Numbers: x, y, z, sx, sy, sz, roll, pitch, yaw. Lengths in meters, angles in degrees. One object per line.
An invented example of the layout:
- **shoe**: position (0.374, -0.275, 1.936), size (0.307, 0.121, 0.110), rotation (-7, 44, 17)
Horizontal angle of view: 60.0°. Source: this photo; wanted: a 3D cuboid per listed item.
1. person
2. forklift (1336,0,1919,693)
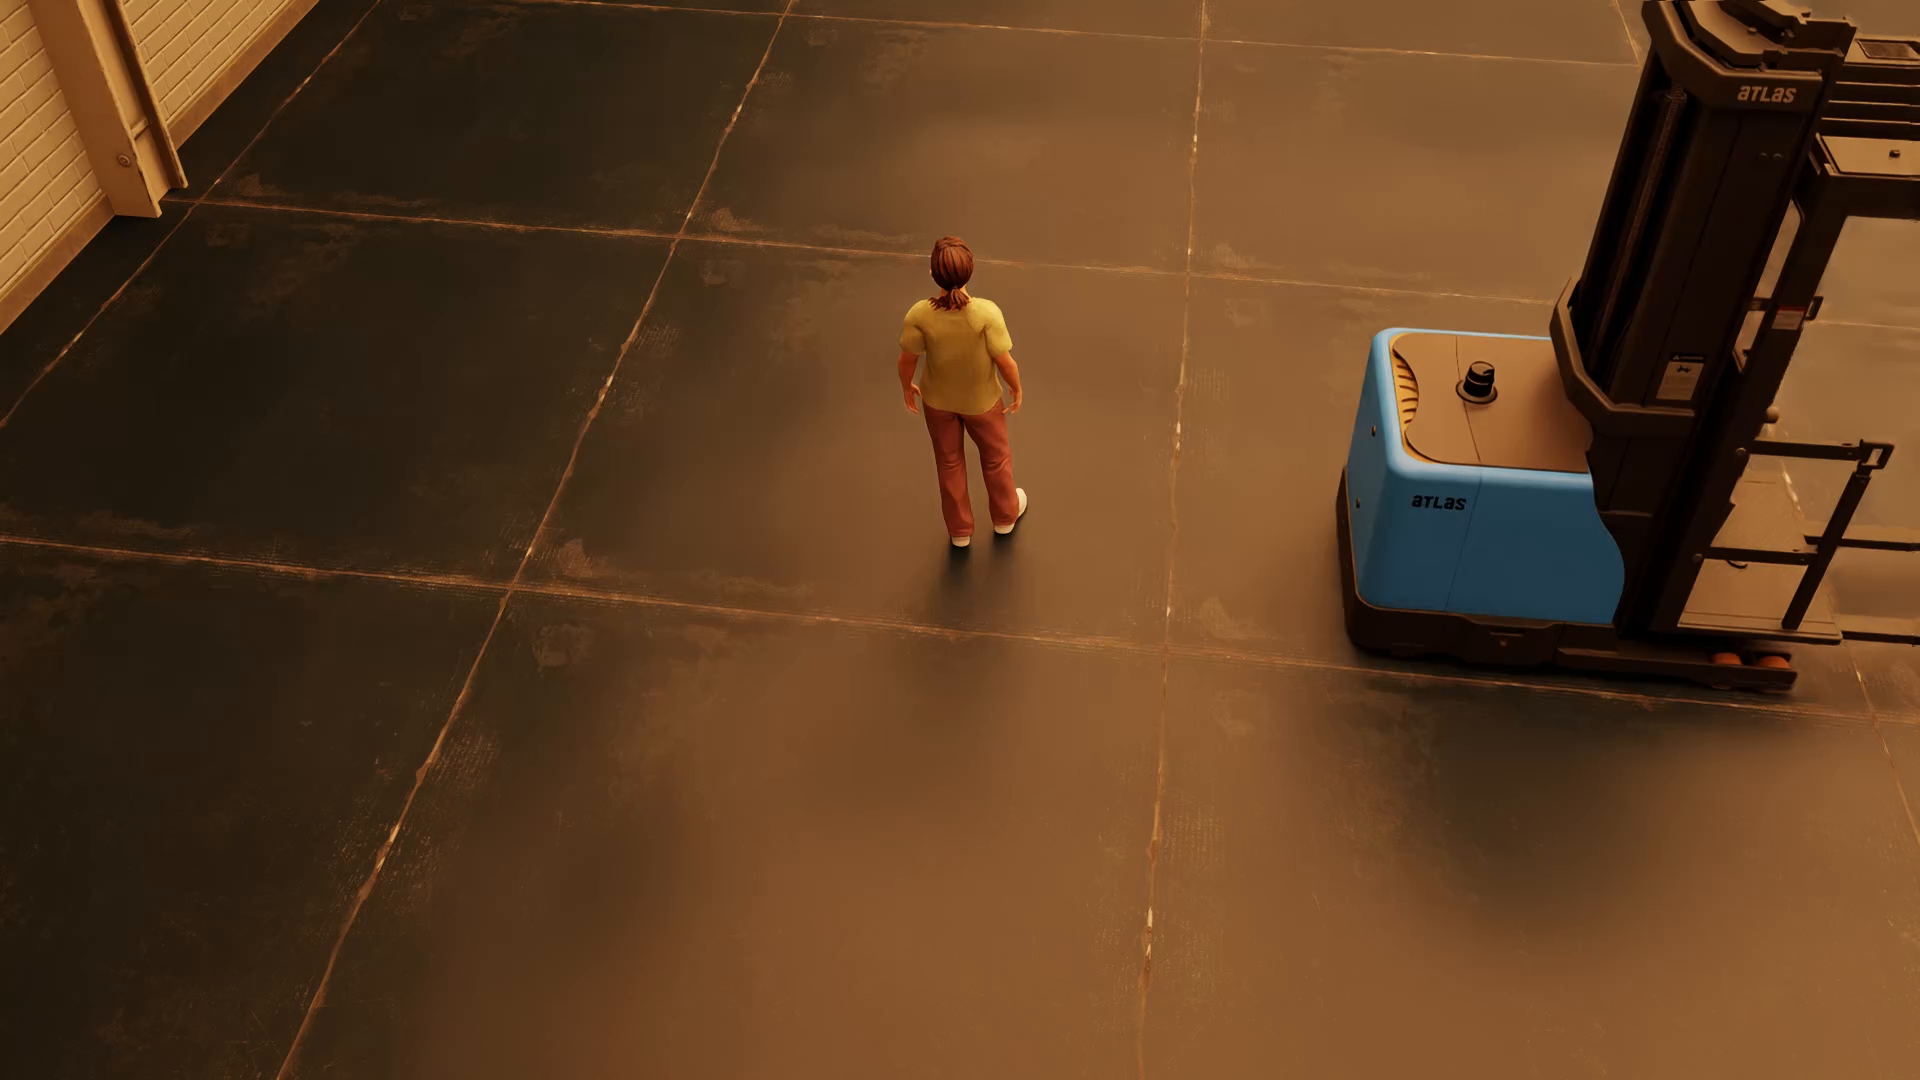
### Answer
- **person**: position (0.022, -0.671, 7.372), size (0.553, 1.673, 0.548), rotation (5, 43, 6)
- **forklift**: position (3.261, -0.801, 6.597), size (3.031, 2.935, 1.130), rotation (4, 43, 5)
